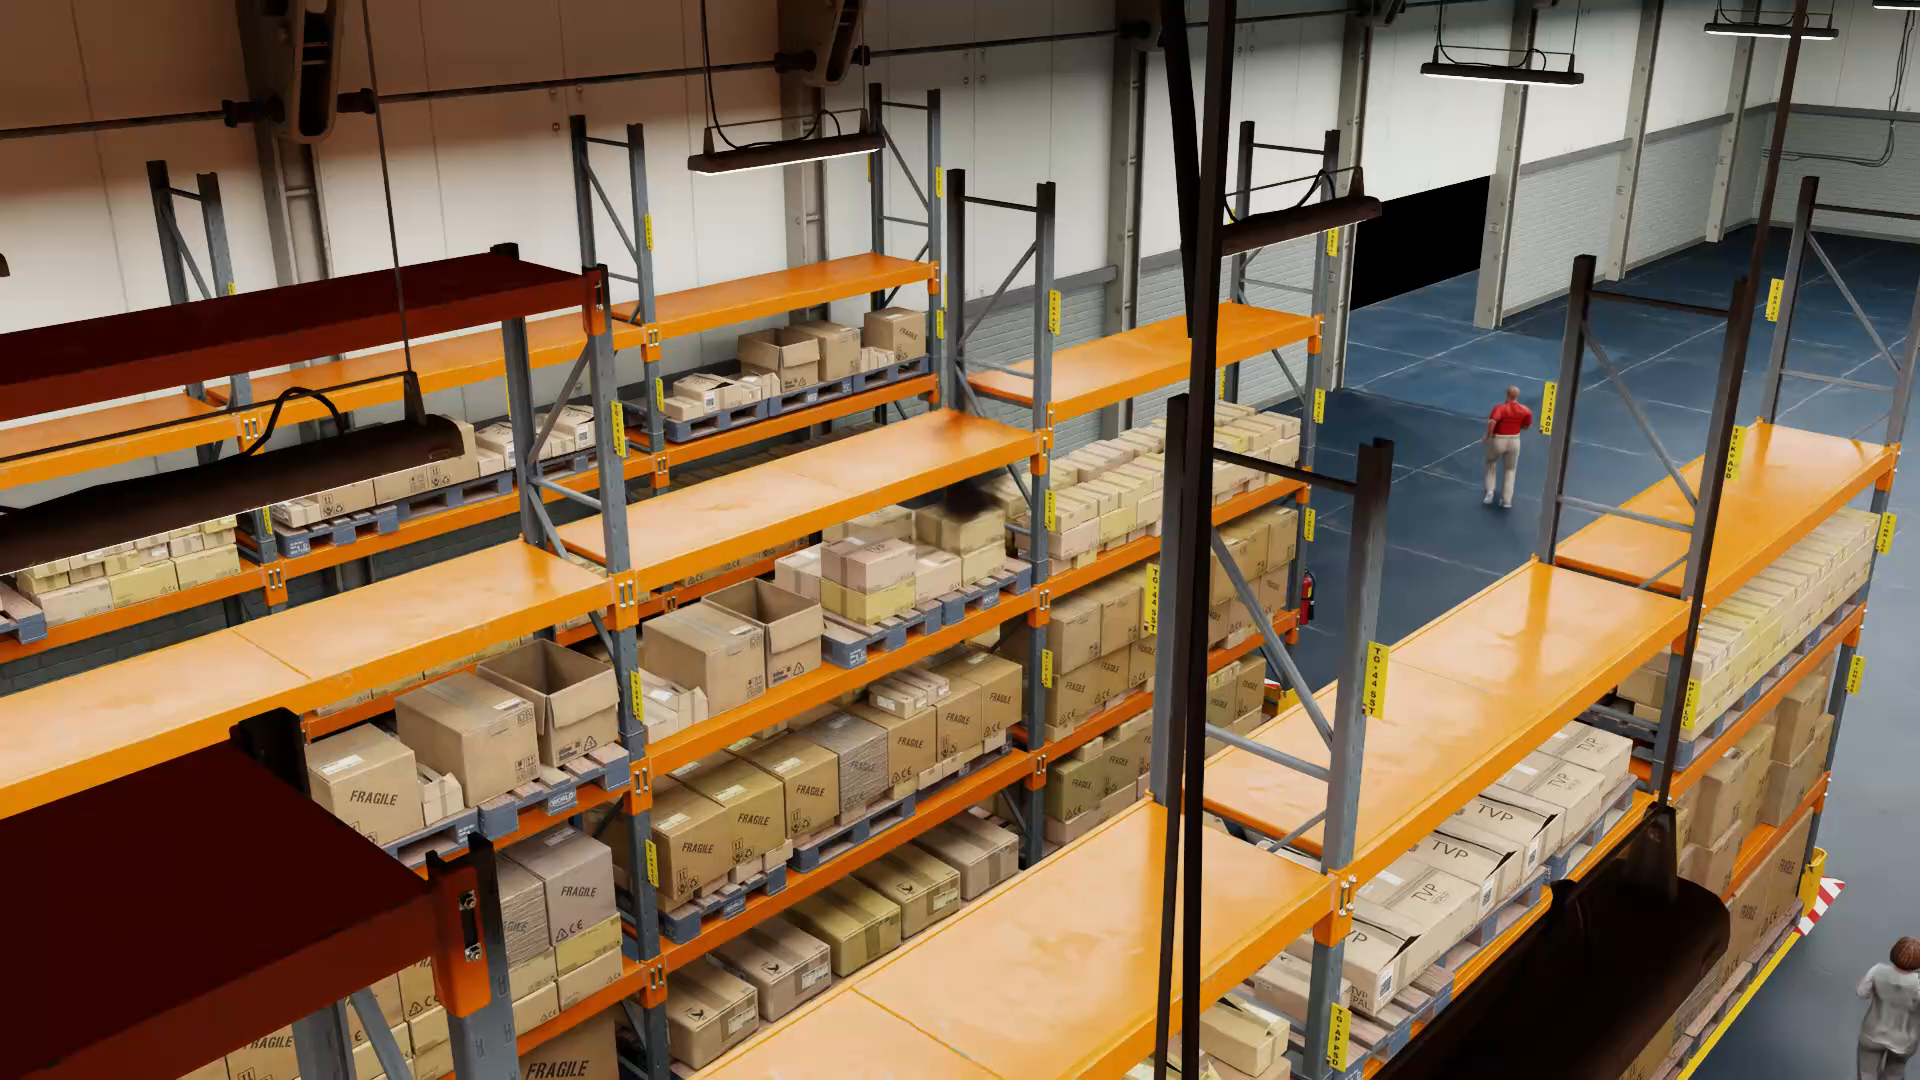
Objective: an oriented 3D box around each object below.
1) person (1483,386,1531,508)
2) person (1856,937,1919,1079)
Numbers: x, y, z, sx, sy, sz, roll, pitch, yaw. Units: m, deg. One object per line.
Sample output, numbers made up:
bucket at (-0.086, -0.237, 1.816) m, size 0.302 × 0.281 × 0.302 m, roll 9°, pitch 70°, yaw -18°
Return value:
person at (7.520, -1.284, 22.988) m, size 0.637 × 1.770 × 0.736 m, roll 2°, pitch 21°, yaw 6°
person at (6.218, 3.368, 11.128) m, size 0.503 × 1.644 × 0.710 m, roll 11°, pitch 24°, yaw 27°
